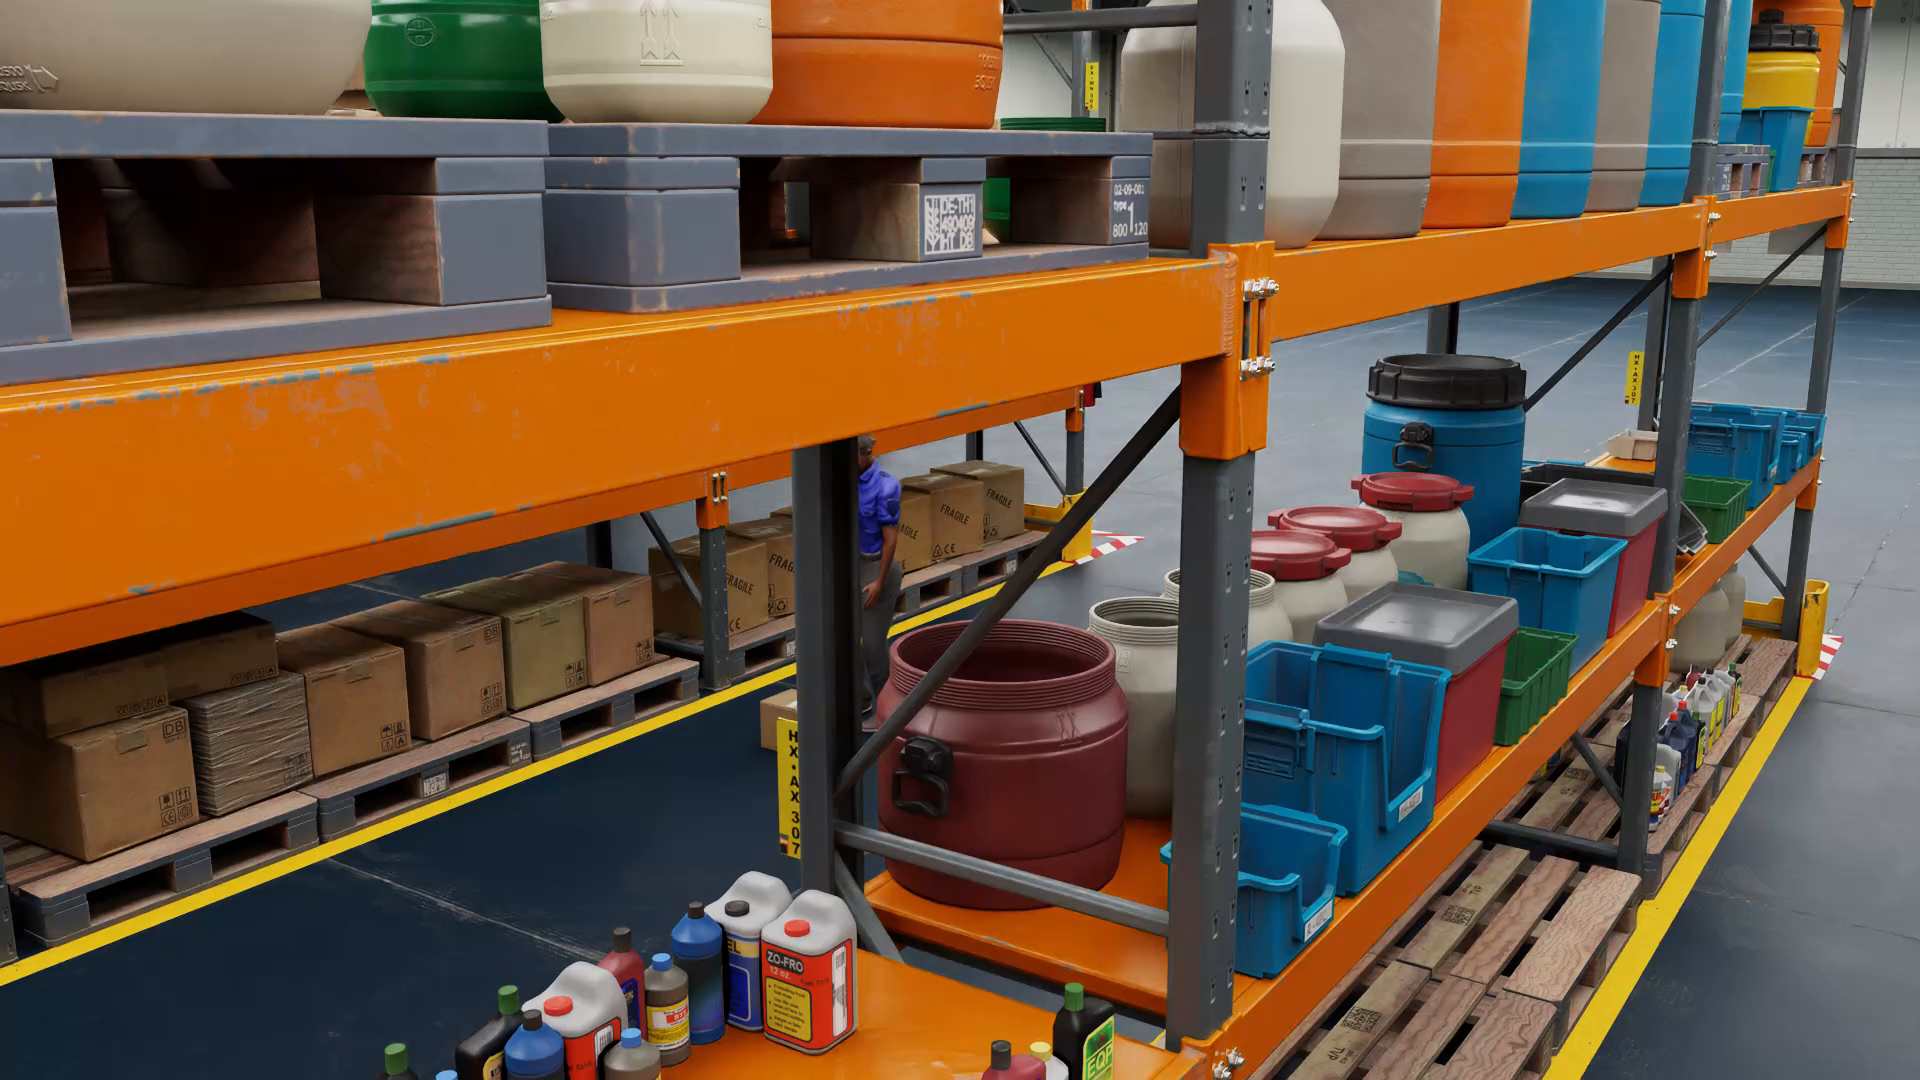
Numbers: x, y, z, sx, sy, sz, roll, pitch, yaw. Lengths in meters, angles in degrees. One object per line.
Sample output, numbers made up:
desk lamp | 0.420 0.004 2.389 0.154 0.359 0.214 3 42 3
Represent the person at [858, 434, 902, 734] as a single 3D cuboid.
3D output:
person | -0.490 0.204 8.736 0.367 1.618 0.454 -13 18 -44
